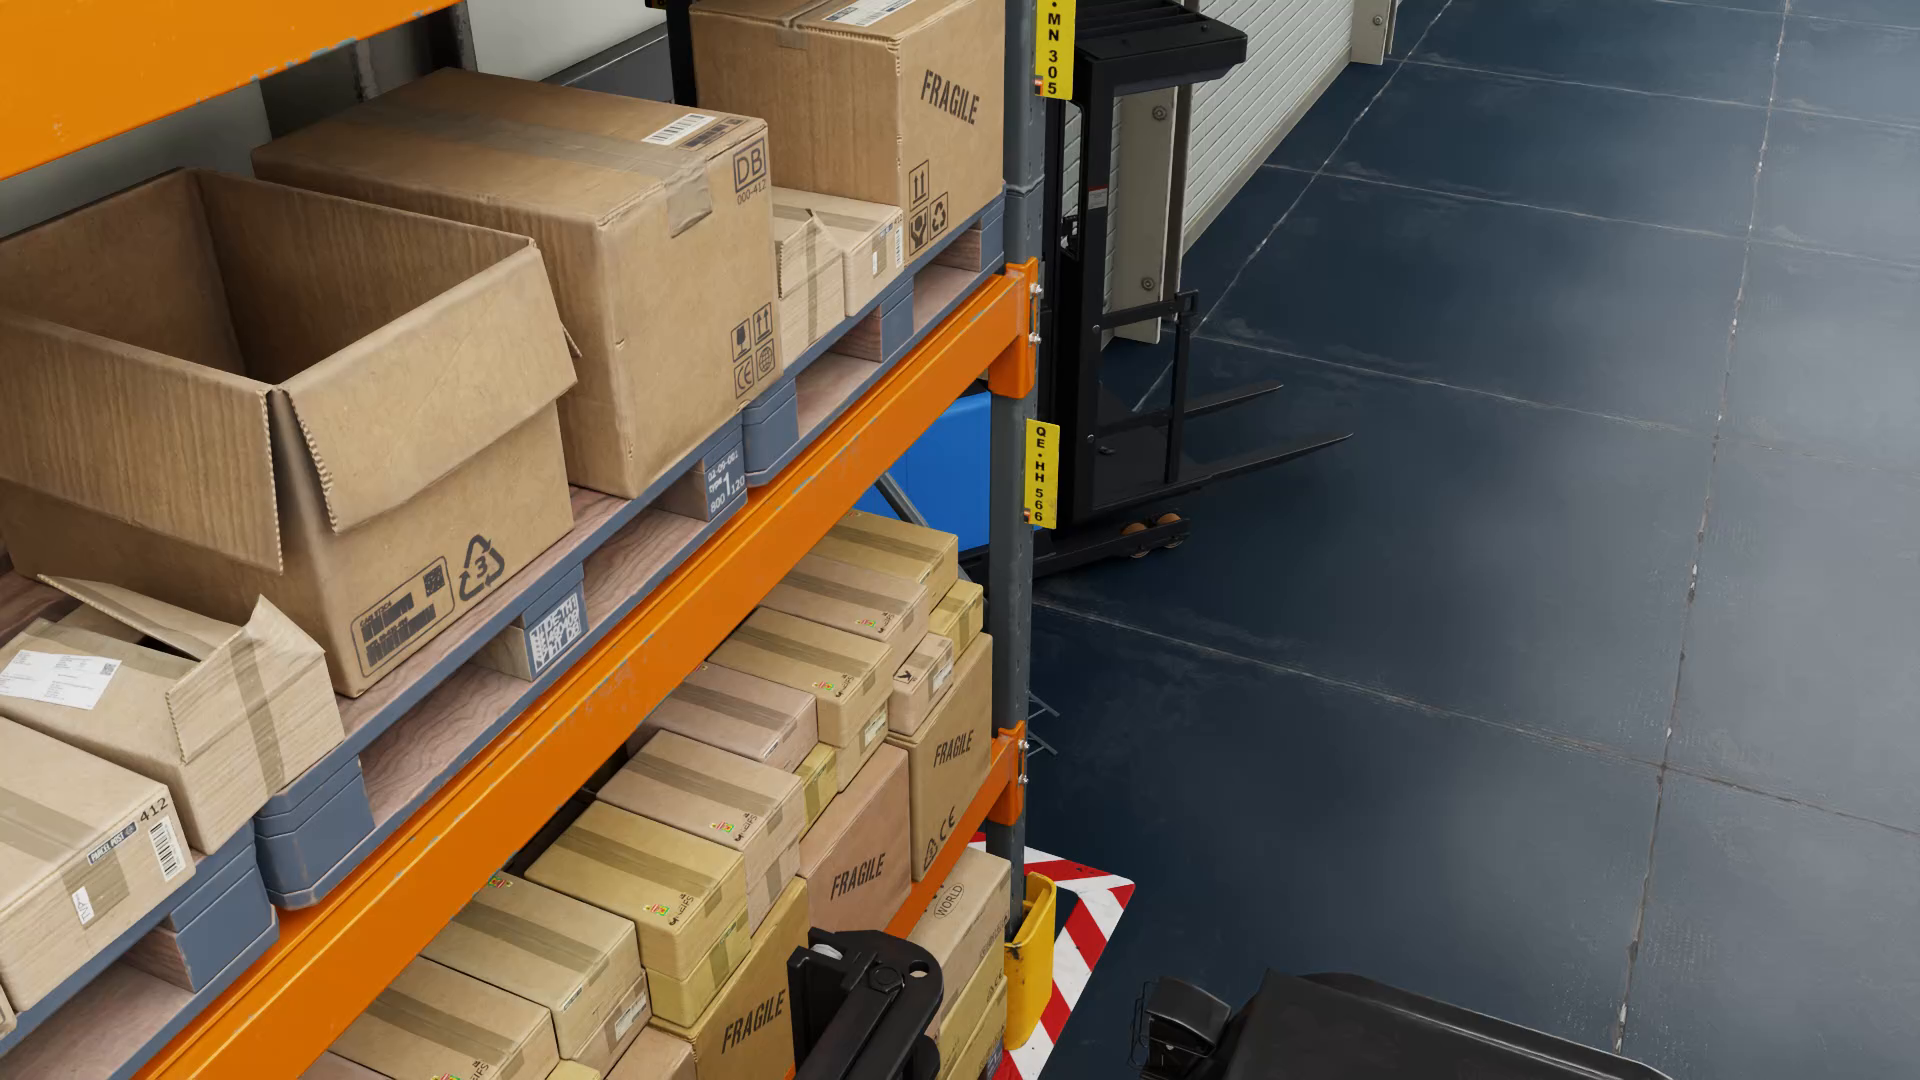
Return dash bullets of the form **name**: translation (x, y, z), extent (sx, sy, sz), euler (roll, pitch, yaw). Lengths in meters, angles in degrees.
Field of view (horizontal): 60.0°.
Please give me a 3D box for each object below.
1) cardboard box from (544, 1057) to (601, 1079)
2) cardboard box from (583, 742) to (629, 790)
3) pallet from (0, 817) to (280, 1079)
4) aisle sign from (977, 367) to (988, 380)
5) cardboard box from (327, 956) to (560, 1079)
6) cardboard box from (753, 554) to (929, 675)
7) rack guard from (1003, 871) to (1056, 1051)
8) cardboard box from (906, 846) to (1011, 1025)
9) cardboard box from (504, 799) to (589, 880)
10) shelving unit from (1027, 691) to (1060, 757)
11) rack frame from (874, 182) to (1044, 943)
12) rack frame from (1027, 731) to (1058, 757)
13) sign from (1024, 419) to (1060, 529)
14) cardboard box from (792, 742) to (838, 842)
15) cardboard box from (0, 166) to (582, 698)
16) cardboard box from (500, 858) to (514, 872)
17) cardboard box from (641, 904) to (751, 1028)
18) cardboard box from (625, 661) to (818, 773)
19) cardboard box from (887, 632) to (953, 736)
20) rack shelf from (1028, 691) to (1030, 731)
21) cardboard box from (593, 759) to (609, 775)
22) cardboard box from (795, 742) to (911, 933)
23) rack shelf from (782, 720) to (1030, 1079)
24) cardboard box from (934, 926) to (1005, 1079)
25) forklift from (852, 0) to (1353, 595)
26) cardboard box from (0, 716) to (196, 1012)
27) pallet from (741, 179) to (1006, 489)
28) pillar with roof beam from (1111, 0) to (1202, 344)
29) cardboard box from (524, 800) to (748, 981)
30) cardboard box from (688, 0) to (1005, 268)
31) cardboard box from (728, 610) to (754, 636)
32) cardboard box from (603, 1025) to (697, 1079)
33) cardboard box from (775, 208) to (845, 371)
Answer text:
- **cardboard box**: translation (-0.905, 1.090, 3.169), extent (0.380, 0.149, 0.250), euler (13, 36, 20)
- **cardboard box**: translation (-0.971, 0.453, 4.141), extent (0.380, 0.149, 0.250), euler (13, 35, 19)
- **pallet**: translation (-1.609, 0.619, 1.916), extent (1.003, 0.211, 1.213), euler (14, 36, 20)
- **aisle sign**: translation (0.025, -0.778, 4.330), extent (0.394, 0.787, 0.004), euler (14, 36, 20)
- **cardboard box**: translation (-0.985, 0.951, 3.110), extent (0.380, 0.149, 0.250), euler (14, 36, 21)
- **cardboard box**: translation (-0.303, 0.194, 4.264), extent (0.380, 0.149, 0.250), euler (14, 36, 21)
- **rack guard**: translation (-0.259, 1.308, 5.799), extent (1.175, 0.500, 0.348), euler (14, 36, 20)
- **cardboard box**: translation (-0.179, 1.132, 5.001), extent (0.500, 0.250, 0.500), euler (15, 36, 22)
- **cardboard box**: translation (-1.133, 0.932, 4.002), extent (0.500, 0.500, 0.500), euler (14, 36, 20)
- **shelving unit**: translation (0.027, 0.646, 7.067), extent (0.258, 0.210, 0.900), euler (-24, 41, -32)
- **rack frame**: translation (-0.269, 0.275, 5.095), extent (1.000, 3.000, 0.127), euler (14, 36, 20)
- **rack frame**: translation (0.026, 0.730, 7.123), extent (0.240, 0.006, 0.900), euler (-24, 41, -32)
- **sign**: translation (0.218, -0.177, 4.512), extent (0.100, 0.325, 0.005), euler (14, 36, 20)
- **cardboard box**: translation (-0.518, 0.569, 3.964), extent (0.380, 0.149, 0.250), euler (14, 36, 20)
- **cardboard box**: translation (-1.032, -0.194, 2.506), extent (0.797, 0.503, 0.637), euler (15, 36, 22)
- **cardboard box**: translation (-1.249, 0.695, 3.771), extent (0.380, 0.149, 0.250), euler (15, 36, 22)
- **cardboard box**: translation (-0.674, 0.843, 3.546), extent (0.380, 0.149, 0.250), euler (14, 36, 21)
- **cardboard box**: translation (-0.559, 0.438, 3.893), extent (0.380, 0.149, 0.250), euler (14, 36, 21)
- **cardboard box**: translation (-0.240, 0.333, 4.324), extent (0.380, 0.149, 0.250), euler (15, 36, 21)
- **rack shelf**: translation (0.177, 0.748, 6.915), extent (0.258, 0.200, 0.077), euler (-24, 41, -32)
- **cardboard box**: translation (-1.046, 0.470, 3.844), extent (0.380, 0.149, 0.250), euler (15, 36, 22)
- **cardboard box**: translation (-0.462, 0.795, 4.211), extent (0.500, 0.500, 0.500), euler (15, 36, 22)
- **rack shelf**: translation (-1.106, 1.572, 3.773), extent (1.077, 0.370, 4.000), euler (14, 36, 20)
- **cardboard box**: translation (-0.189, 1.354, 5.118), extent (0.500, 0.250, 0.500), euler (14, 36, 20)
- **forklift**: translation (0.558, -1.381, 7.683), extent (3.031, 2.935, 1.130), euler (-16, 36, -22)
- **cardboard box**: translation (-1.158, 0.364, 1.979), extent (0.380, 0.149, 0.250), euler (15, 36, 22)
- **pallet**: translation (-0.589, -0.596, 3.769), extent (1.003, 0.211, 1.213), euler (14, 36, 20)
- **pillar with roof beam**: translation (5.041, -4.095, 6.288), extent (9.100, 9.000, 0.400), euler (14, 36, 20)
- **cardboard box**: translation (-0.671, 0.723, 3.458), extent (0.380, 0.149, 0.250), euler (15, 36, 21)
- **cardboard box**: translation (-0.233, -0.962, 3.681), extent (0.500, 0.500, 0.500), euler (15, 36, 22)
- **cardboard box**: translation (-0.692, 0.209, 4.513), extent (0.380, 0.149, 0.250), euler (14, 36, 20)
- **cardboard box**: translation (-0.877, 1.303, 3.436), extent (0.500, 0.500, 0.500), euler (14, 36, 21)
- **cardboard box**: translation (-0.446, -0.532, 3.239), extent (0.396, 0.266, 0.258), euler (14, 36, 21)
